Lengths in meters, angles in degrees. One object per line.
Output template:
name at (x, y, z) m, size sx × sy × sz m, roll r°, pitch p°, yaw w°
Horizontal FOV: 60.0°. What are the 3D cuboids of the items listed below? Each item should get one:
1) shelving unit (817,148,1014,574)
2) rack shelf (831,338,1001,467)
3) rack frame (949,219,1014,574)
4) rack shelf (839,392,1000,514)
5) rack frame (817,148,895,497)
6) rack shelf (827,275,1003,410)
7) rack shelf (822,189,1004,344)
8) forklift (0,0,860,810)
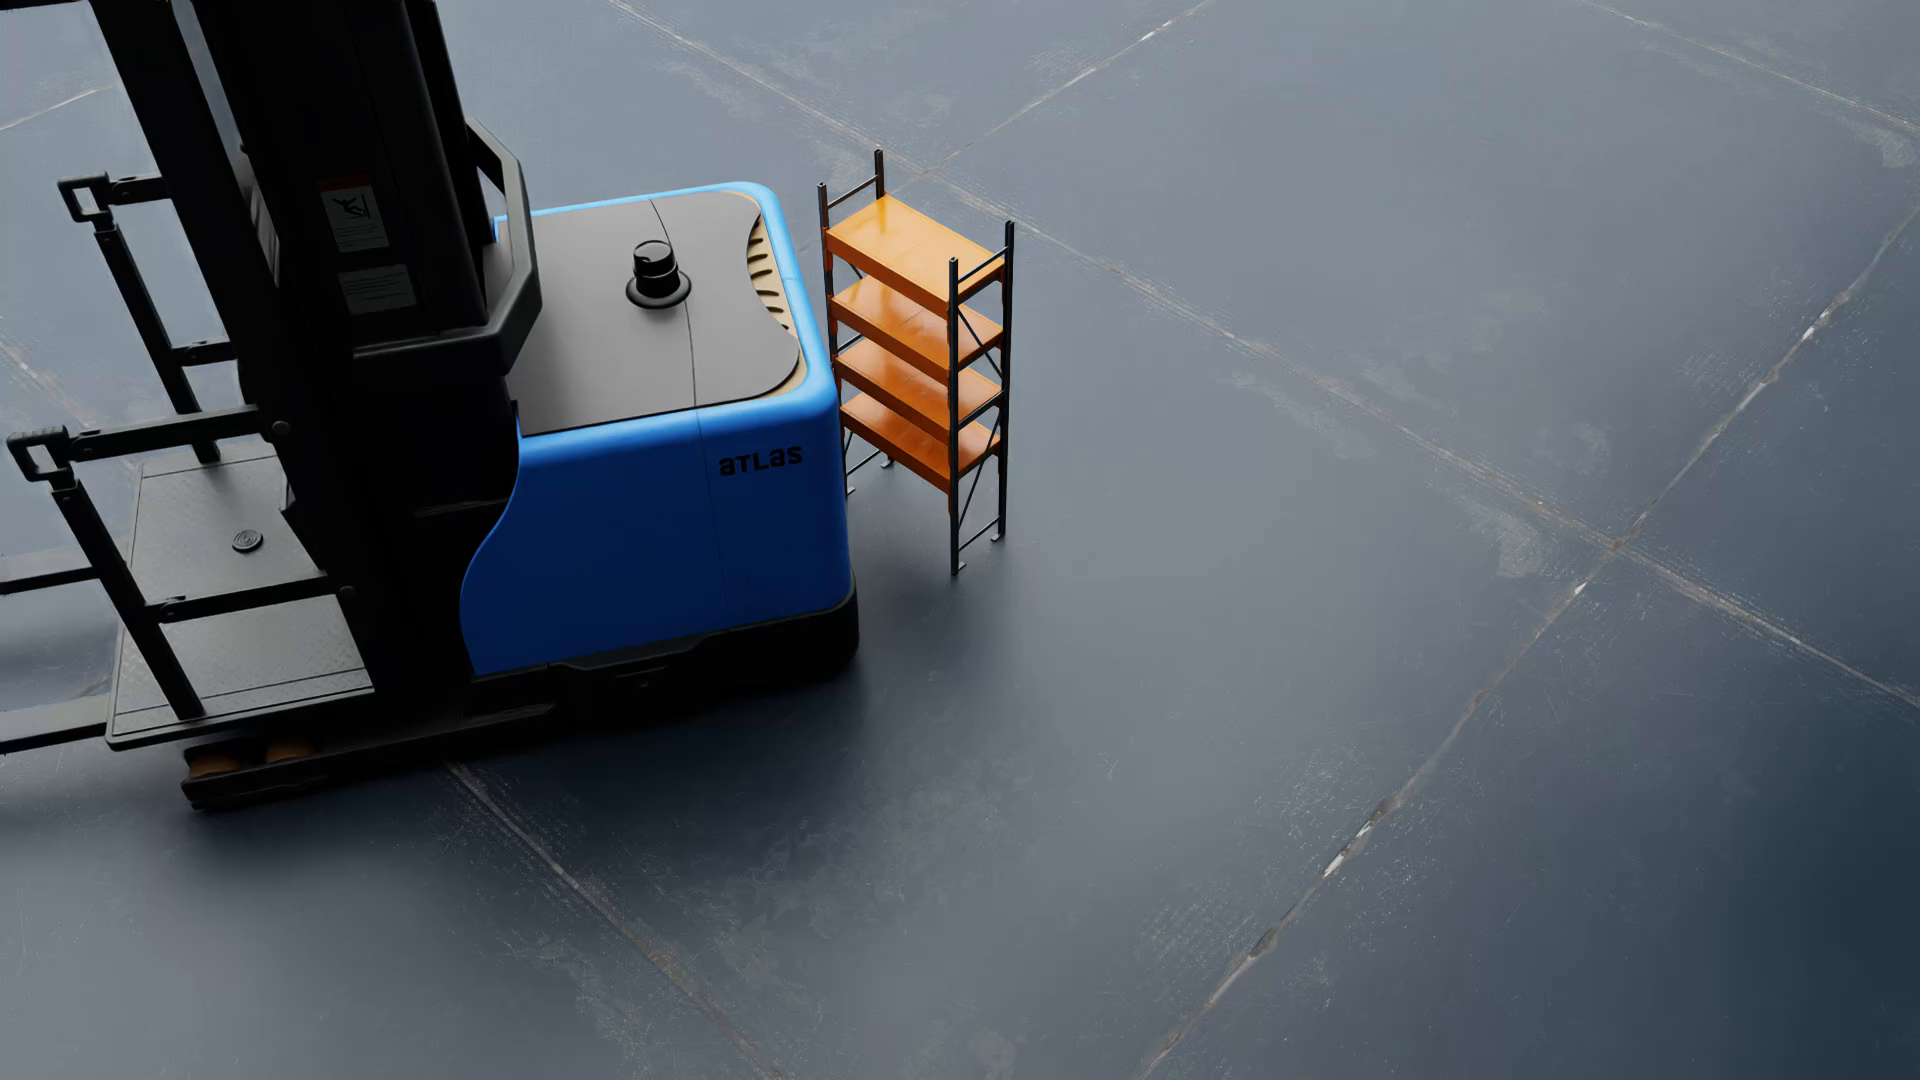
shelving unit at (-0.122, -0.493, 4.889) m, size 0.503 × 1.200 × 0.258 m, roll 34°, pitch 55°, yaw 28°
rack shelf at (-0.122, -0.446, 4.938) m, size 0.480 × 0.148 × 0.258 m, roll 34°, pitch 55°, yaw 28°
rack frame at (0.058, -0.372, 4.776) m, size 0.015 × 1.200 × 0.240 m, roll 34°, pitch 55°, yaw 28°
rack shelf at (-0.122, -0.311, 5.083) m, size 0.480 × 0.148 × 0.258 m, roll 34°, pitch 55°, yaw 28°
rack frame at (-0.301, -0.613, 5.003) m, size 0.015 × 1.200 × 0.240 m, roll 34°, pitch 55°, yaw 28°
rack shelf at (-0.122, -0.600, 4.775) m, size 0.480 × 0.148 × 0.258 m, roll 34°, pitch 55°, yaw 28°
rack shelf at (-0.122, -0.762, 4.603) m, size 0.480 × 0.148 × 0.258 m, roll 34°, pitch 55°, yaw 28°
forklift at (-1.869, -0.702, 3.899) m, size 3.031 × 2.935 × 1.130 m, roll -11°, pitch 48°, yaw -10°
